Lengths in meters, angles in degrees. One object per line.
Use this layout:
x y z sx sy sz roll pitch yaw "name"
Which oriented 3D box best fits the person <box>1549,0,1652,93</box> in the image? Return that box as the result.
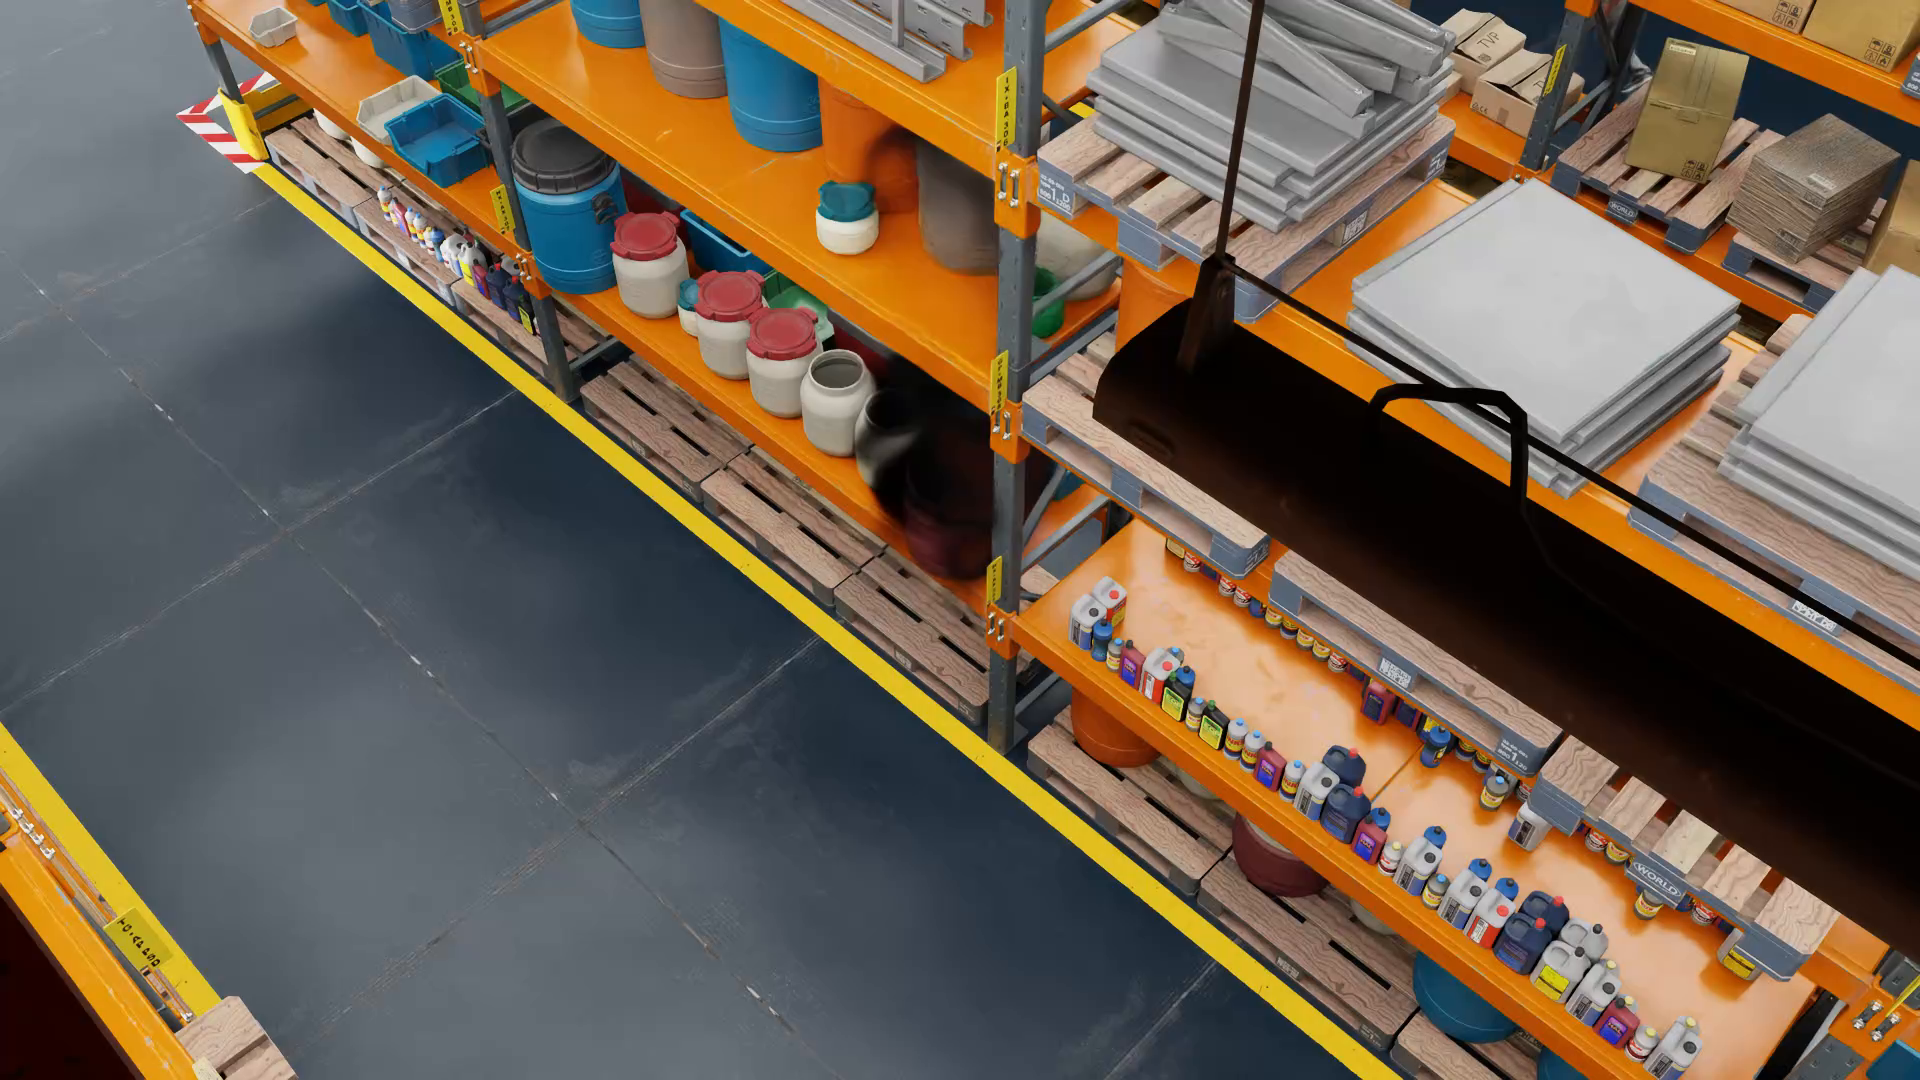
5.023 -4.103 12.794 0.921 1.592 0.564 25 54 19 "person"
